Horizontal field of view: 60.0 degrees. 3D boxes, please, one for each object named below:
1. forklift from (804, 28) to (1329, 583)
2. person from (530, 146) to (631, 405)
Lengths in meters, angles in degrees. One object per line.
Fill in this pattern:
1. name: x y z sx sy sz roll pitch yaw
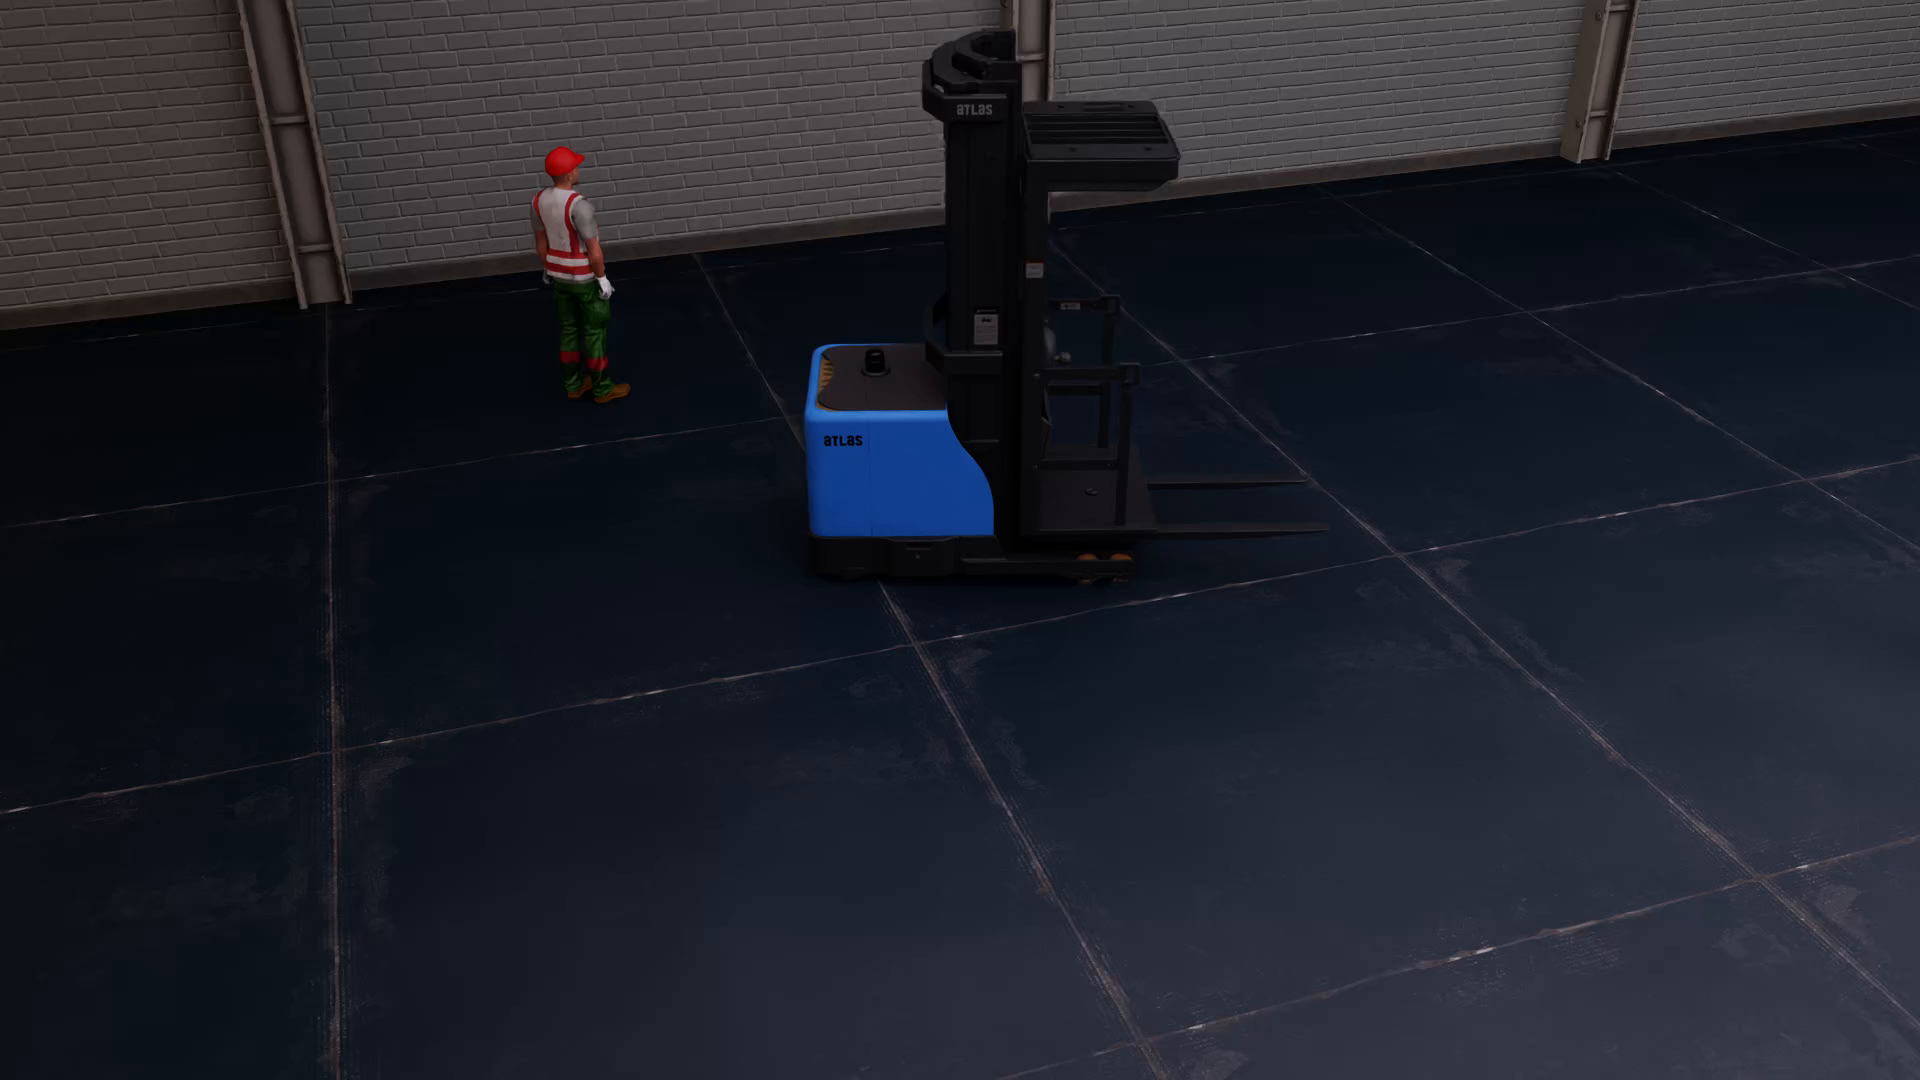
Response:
1. forklift: 0.632 -1.288 9.325 3.031 2.935 1.130 -1 30 -1
2. person: -2.609 -1.813 11.382 0.566 1.795 0.357 15 33 25
